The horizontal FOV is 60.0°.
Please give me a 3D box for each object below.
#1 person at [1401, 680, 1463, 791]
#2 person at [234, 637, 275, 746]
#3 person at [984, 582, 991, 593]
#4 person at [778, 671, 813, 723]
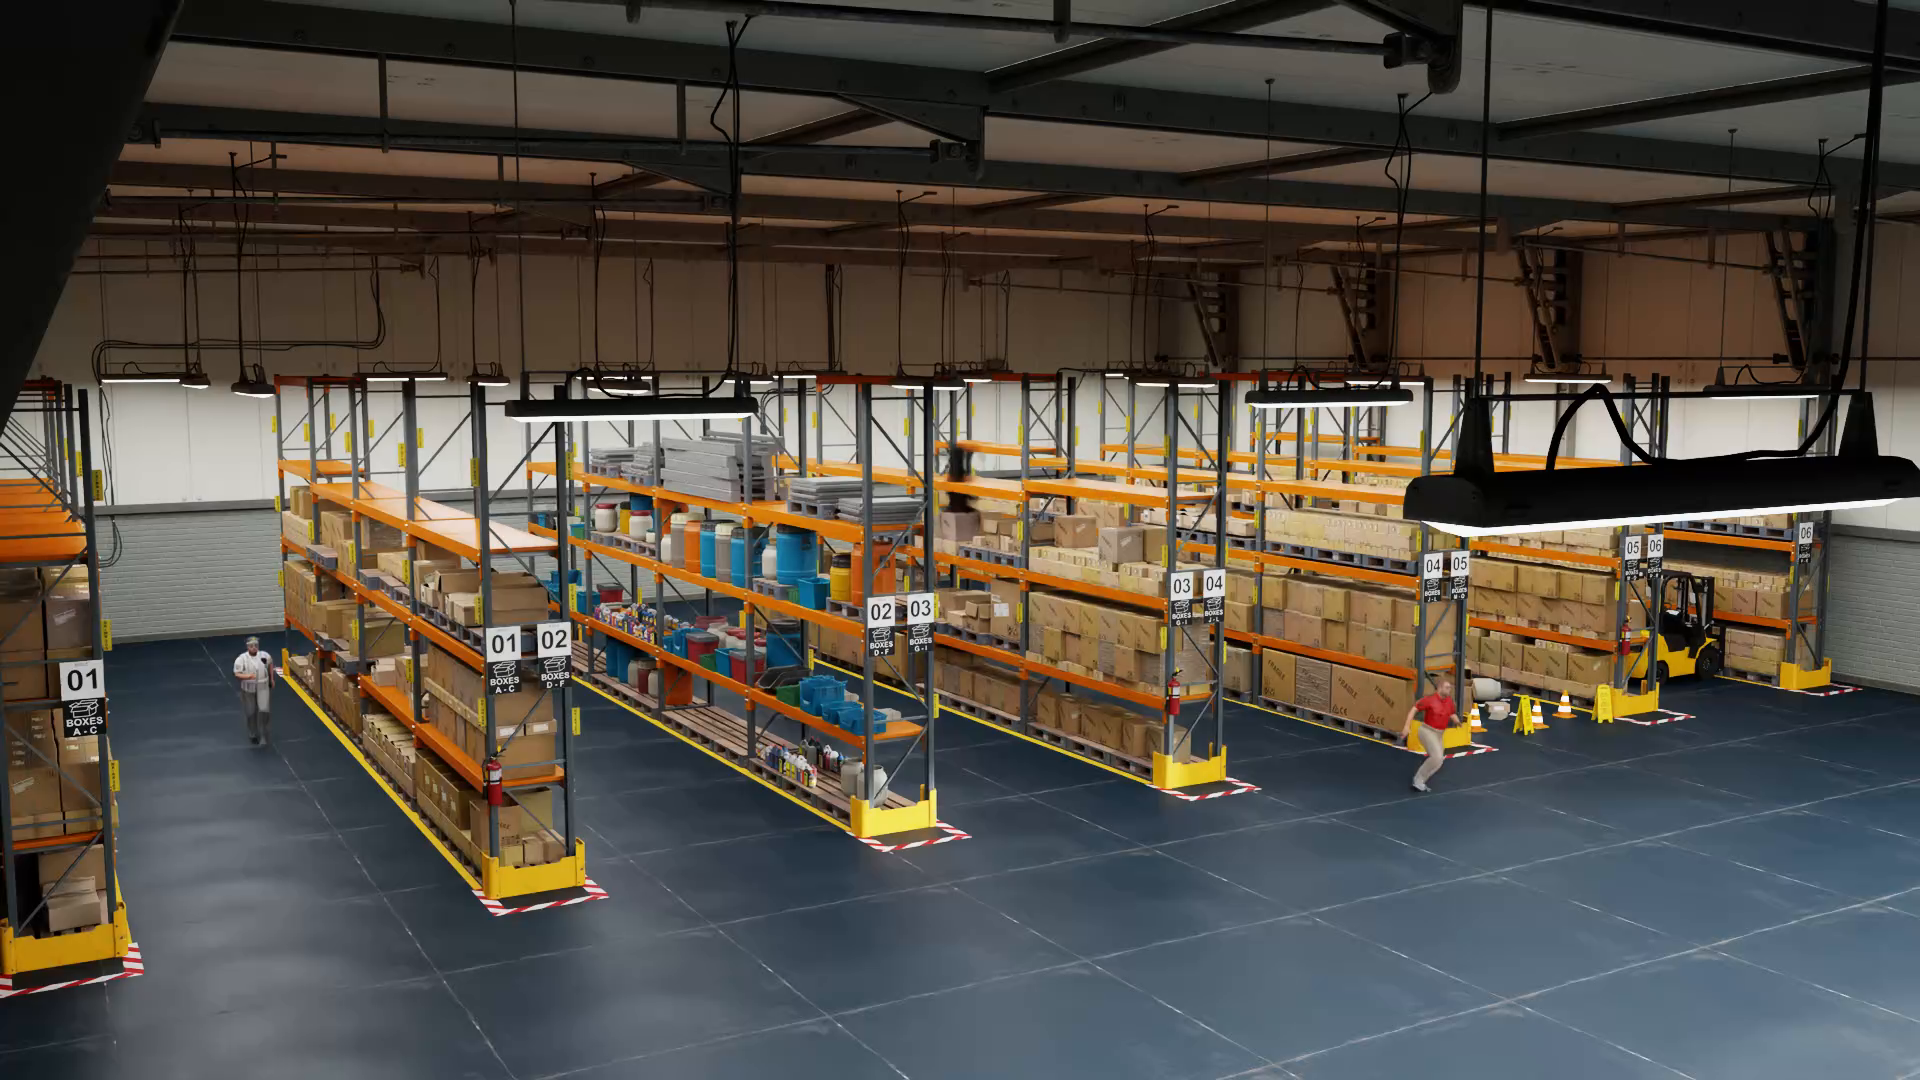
[{"bbox_3d":[7.001,2.884,24.379,0.844,1.657,0.688,-6,8,-42],"label":"person"},{"bbox_3d":[-11.571,2.481,27.294,0.610,1.839,0.855,-3,7,-24],"label":"person"},{"bbox_3d":[0.884,0.752,42.732,0.976,1.749,0.713,-4,7,-30],"label":"person"},{"bbox_3d":[-2.936,2.323,28.927,0.781,1.720,0.648,3,7,23],"label":"person"}]
